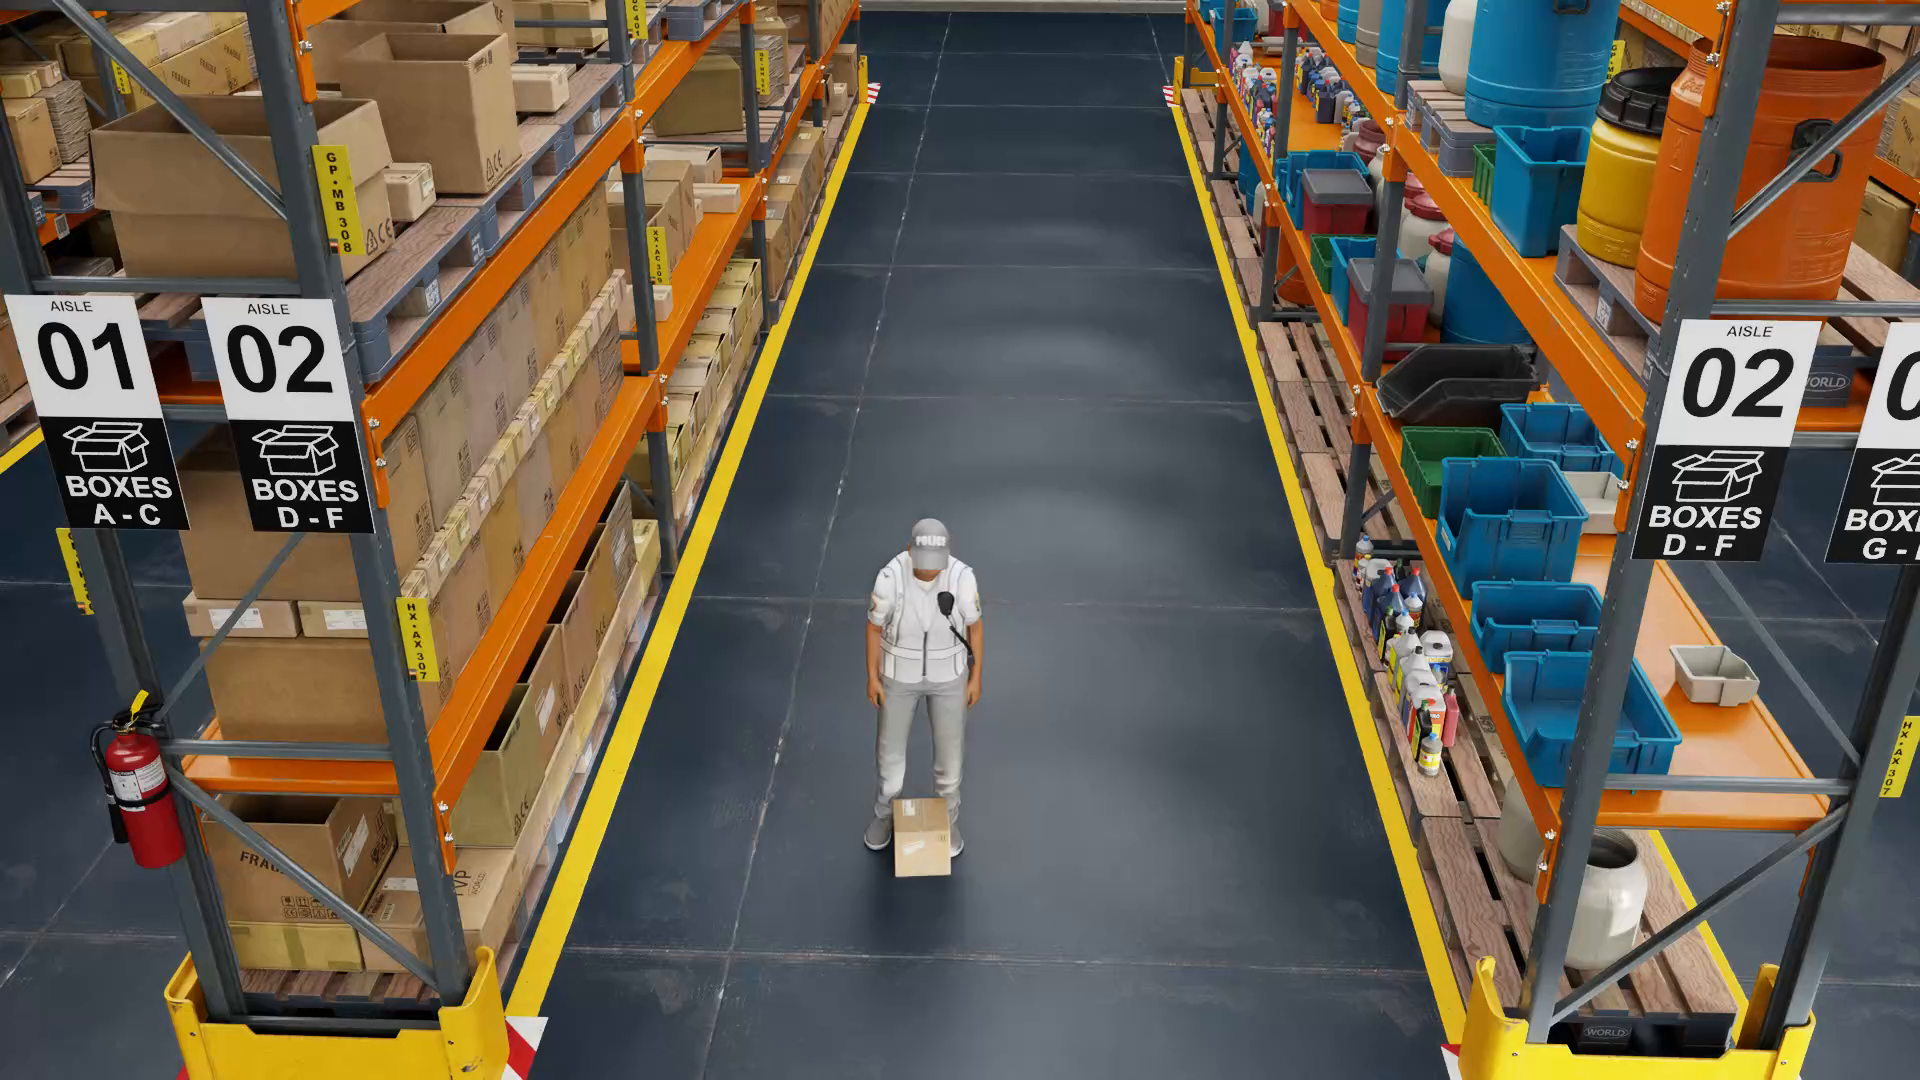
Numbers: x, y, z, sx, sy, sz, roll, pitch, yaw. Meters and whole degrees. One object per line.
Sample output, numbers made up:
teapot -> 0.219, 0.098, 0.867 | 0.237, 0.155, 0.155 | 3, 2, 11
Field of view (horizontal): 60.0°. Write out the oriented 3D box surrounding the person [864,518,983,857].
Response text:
person -> -0.171, 0.629, 7.441 | 0.555, 1.665, 0.467 | -1, 28, -2
